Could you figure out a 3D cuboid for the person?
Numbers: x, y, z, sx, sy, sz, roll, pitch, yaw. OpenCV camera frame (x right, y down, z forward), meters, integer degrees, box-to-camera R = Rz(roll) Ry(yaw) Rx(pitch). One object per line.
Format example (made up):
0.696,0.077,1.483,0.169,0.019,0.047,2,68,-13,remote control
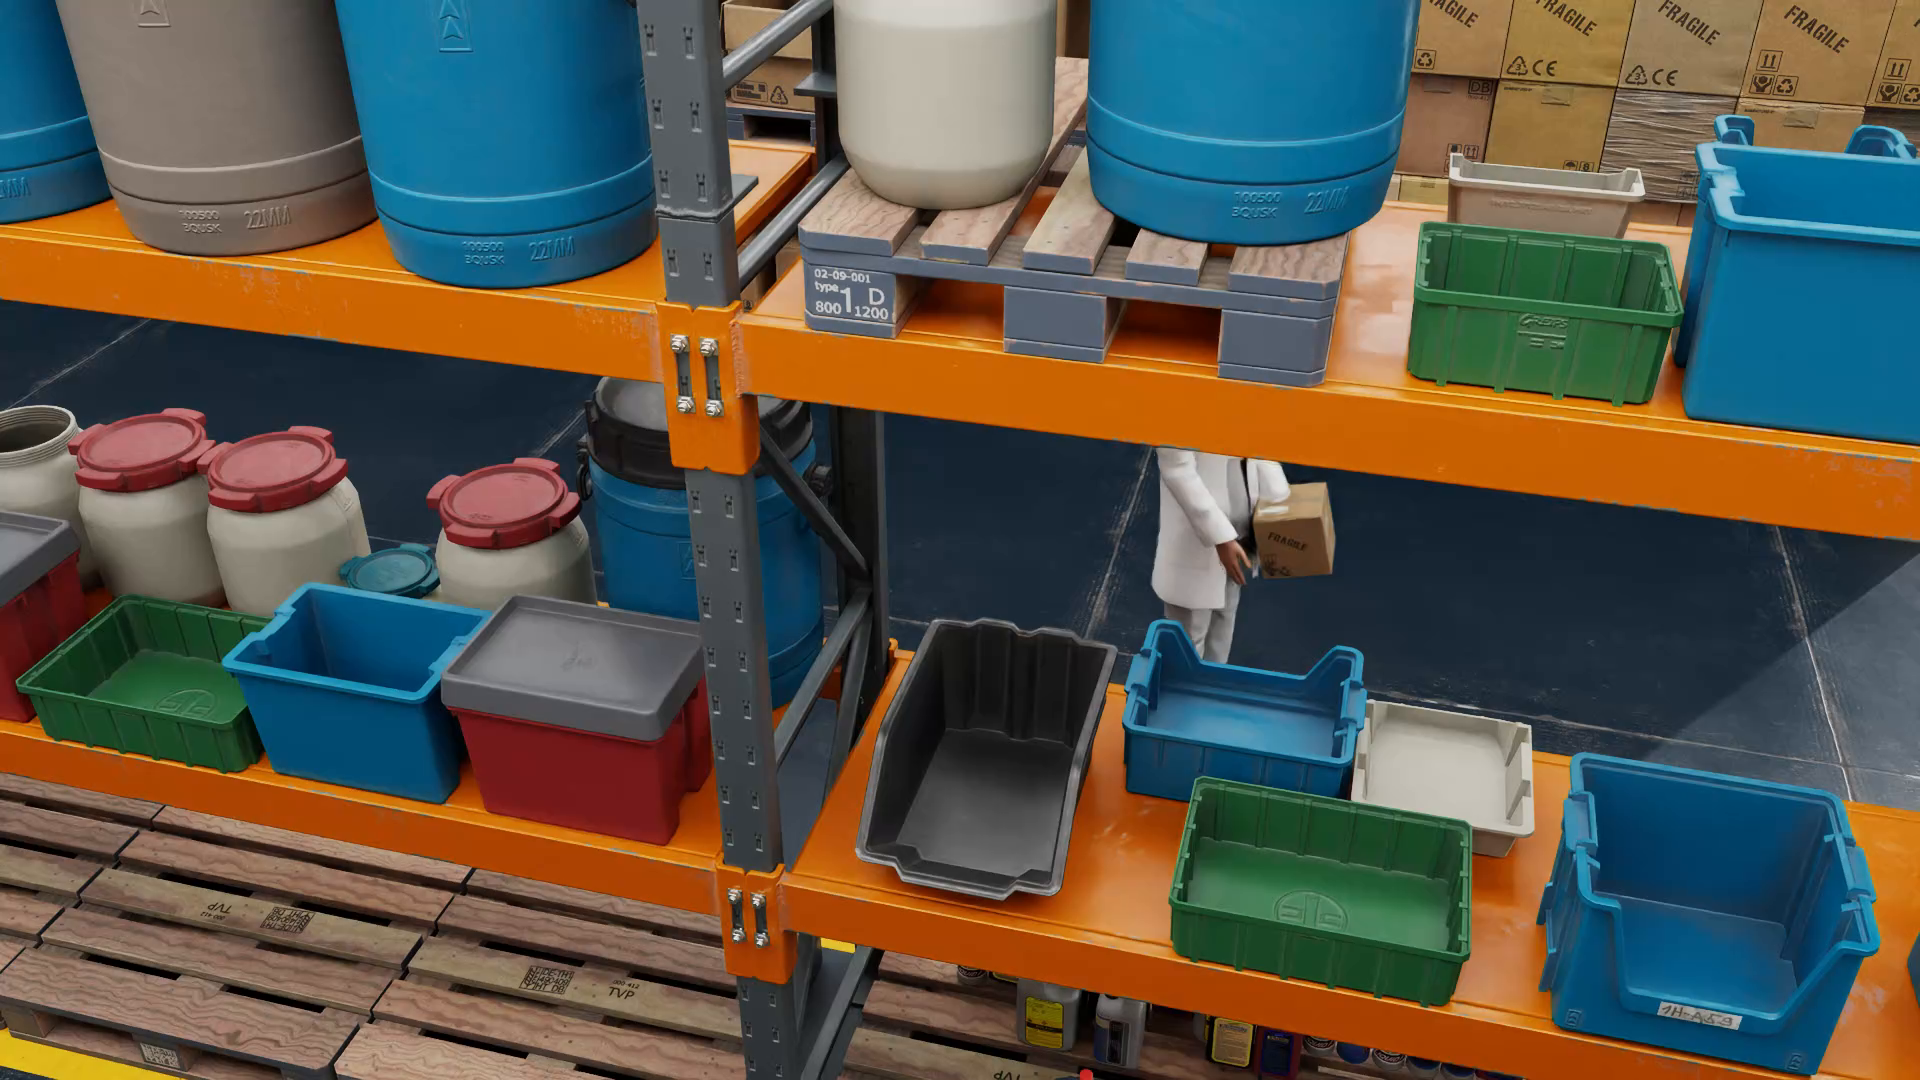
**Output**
0.985,-0.019,6.173,0.566,1.779,0.540,-26,41,-35,person
